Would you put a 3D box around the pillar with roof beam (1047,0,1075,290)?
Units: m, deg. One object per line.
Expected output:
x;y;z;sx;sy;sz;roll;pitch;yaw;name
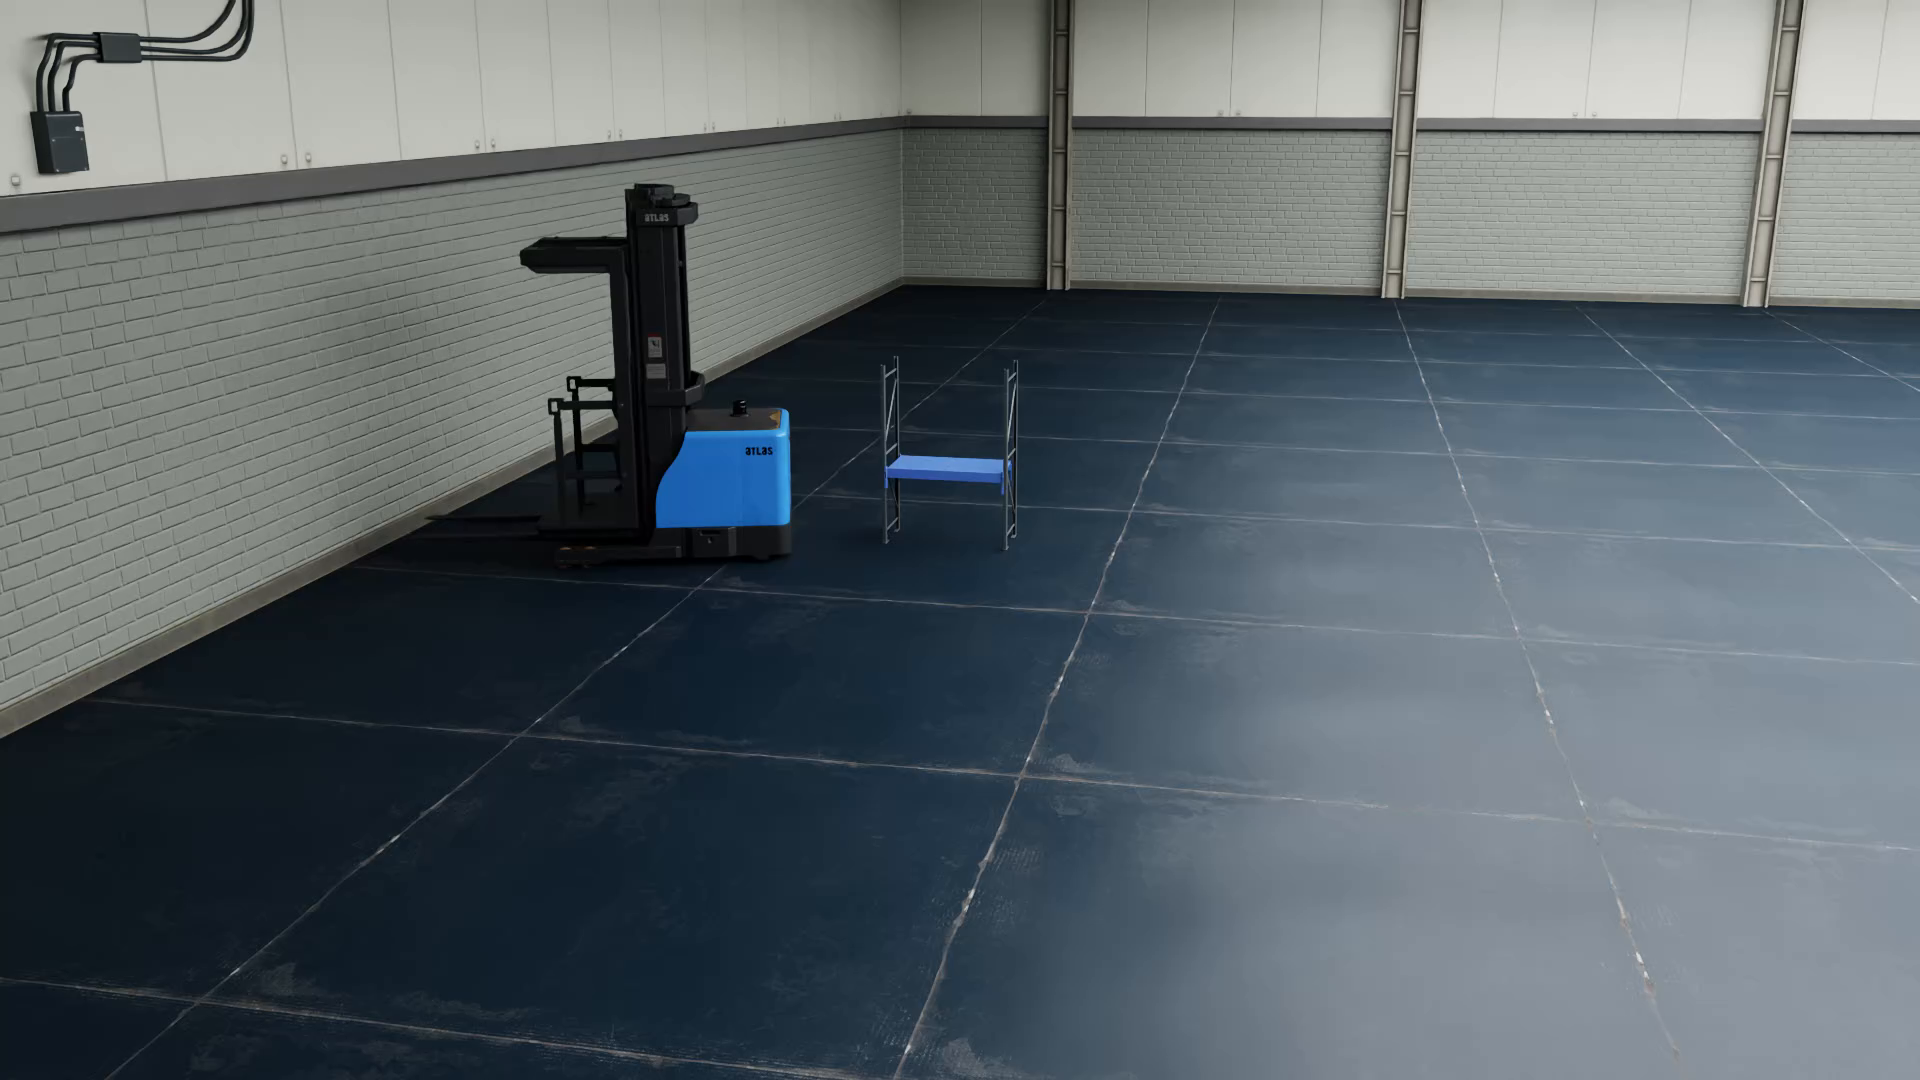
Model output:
0.963;-7.859;25.505;0.400;9.000;9.100;3;16;11;pillar with roof beam

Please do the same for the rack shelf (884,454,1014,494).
-0.084;-0.554;13.856;1.000;0.185;0.538;3;16;11;rack shelf

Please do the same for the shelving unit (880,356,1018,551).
-0.084;-0.727;13.808;1.048;1.500;0.538;3;16;11;shelving unit

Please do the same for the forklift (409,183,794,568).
-2.899;-1.334;13.319;3.031;2.935;1.130;-1;16;-5;forklift

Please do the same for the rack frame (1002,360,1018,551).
0.415;-0.700;13.711;0.032;1.500;0.500;3;16;11;rack frame

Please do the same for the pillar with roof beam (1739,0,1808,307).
12.723;-7.220;23.200;0.400;9.000;9.100;3;16;11;pillar with roof beam

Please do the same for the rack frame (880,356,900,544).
-0.582;-0.754;13.906;0.032;1.500;0.500;3;16;11;rack frame

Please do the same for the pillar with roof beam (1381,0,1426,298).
6.843;-7.539;24.353;0.400;9.000;9.100;3;16;11;pillar with roof beam

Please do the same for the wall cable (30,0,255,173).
-5.172;-5.369;10.145;0.169;6.003;2.305;3;16;11;wall cable
